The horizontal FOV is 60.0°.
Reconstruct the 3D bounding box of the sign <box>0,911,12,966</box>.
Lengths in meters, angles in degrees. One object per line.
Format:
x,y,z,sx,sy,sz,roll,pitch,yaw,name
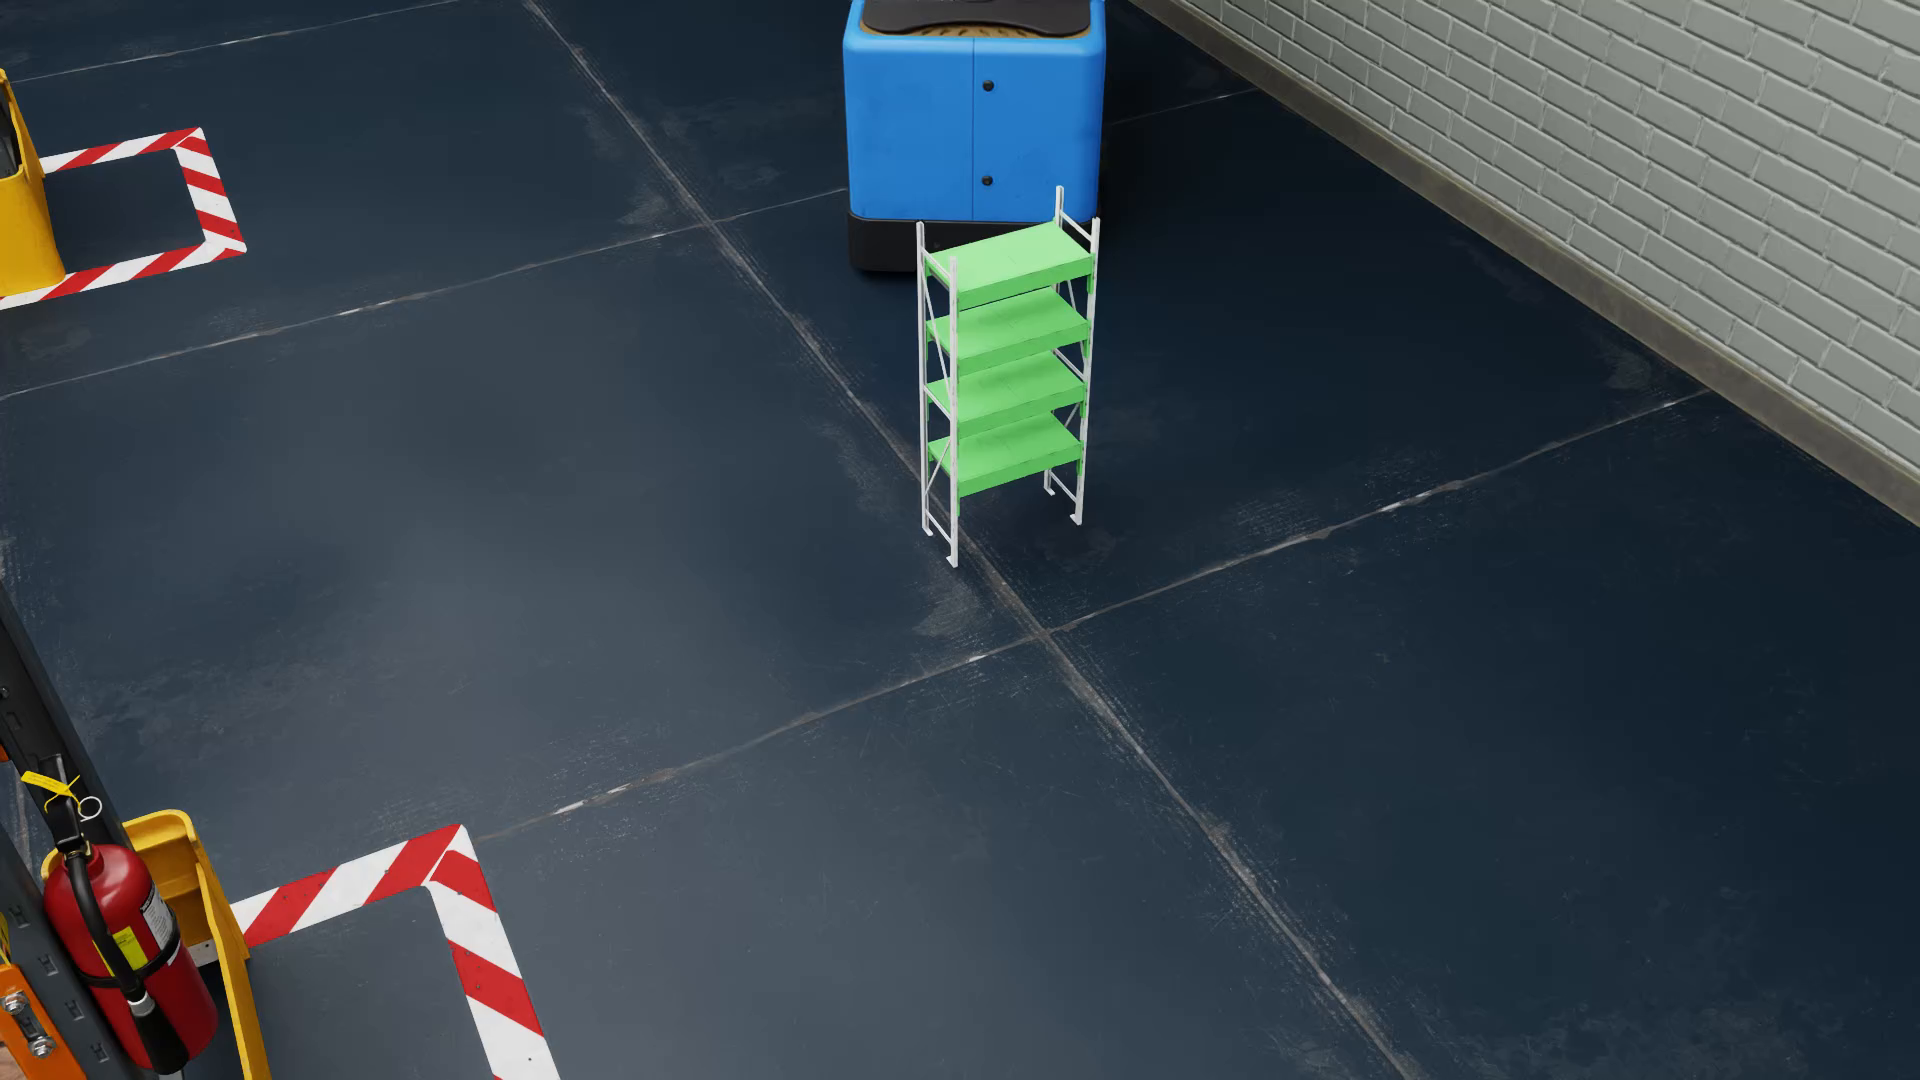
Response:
-1.580,0.547,2.655,0.005,0.325,0.100,-19,44,-21,sign

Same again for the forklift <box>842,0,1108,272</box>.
0.121,-3.156,7.210,1.130,2.935,3.031,2,40,2,forklift

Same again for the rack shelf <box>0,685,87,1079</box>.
-3.623,1.171,2.602,4.000,0.370,1.077,-19,44,-21,rack shelf

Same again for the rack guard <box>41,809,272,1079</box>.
-1.834,1.239,3.899,0.348,0.500,1.175,-19,44,-21,rack guard

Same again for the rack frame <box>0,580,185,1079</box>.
-1.849,0.299,3.075,0.127,3.000,1.000,-19,44,-21,rack frame

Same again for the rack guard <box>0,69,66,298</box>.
-4.201,-1.563,7.210,0.348,0.500,1.175,-19,44,-21,rack guard

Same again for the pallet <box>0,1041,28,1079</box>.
-2.598,1.588,3.711,1.213,0.211,1.003,-19,44,-21,pallet

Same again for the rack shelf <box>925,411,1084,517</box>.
0.147,-0.275,5.617,0.480,0.148,0.258,-19,44,-21,rack shelf

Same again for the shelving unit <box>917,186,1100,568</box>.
0.147,-0.507,5.421,0.503,1.200,0.258,-19,44,-21,shelving unit

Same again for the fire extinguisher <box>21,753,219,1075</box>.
-1.505,0.687,2.966,0.183,0.674,0.296,-19,44,-21,fire extinguisher

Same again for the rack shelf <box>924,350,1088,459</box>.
0.147,-0.459,5.462,0.480,0.148,0.258,-19,44,-21,rack shelf

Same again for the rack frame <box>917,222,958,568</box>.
-0.070,-0.435,5.335,0.015,1.200,0.240,-19,44,-21,rack frame

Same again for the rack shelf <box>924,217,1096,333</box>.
0.147,-0.825,5.152,0.480,0.148,0.258,-19,44,-21,rack shelf

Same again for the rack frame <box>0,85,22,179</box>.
-4.134,-2.540,6.429,0.127,3.000,1.000,-19,44,-21,rack frame

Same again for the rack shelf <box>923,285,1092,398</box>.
0.147,-0.642,5.307,0.480,0.148,0.258,-19,44,-21,rack shelf

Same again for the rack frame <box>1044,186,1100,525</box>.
0.363,-0.580,5.507,0.015,1.200,0.240,-19,44,-21,rack frame
